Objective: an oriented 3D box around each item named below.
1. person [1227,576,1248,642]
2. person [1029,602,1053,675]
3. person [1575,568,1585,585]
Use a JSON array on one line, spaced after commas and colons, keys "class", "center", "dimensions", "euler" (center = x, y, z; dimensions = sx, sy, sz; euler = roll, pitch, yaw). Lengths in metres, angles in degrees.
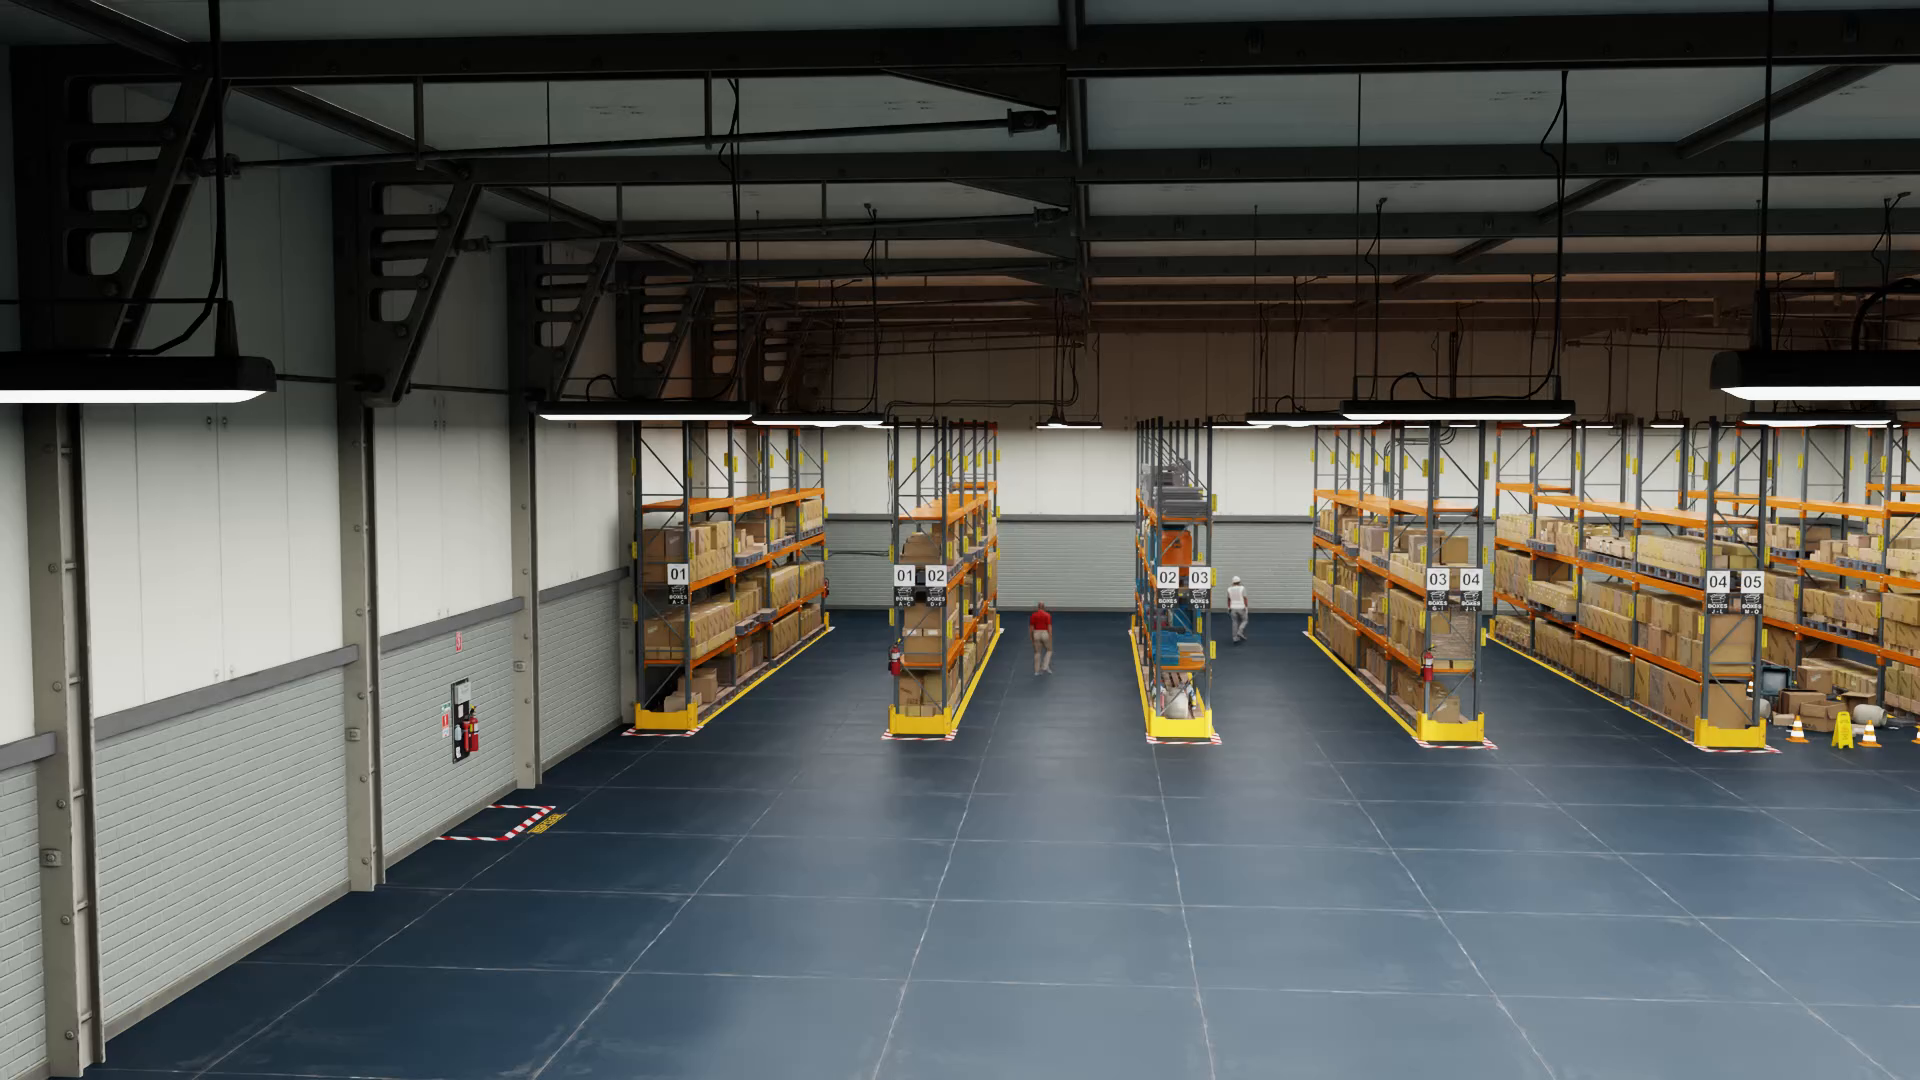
[{"class": "person", "center": [7.548, 1.878, 45.242], "dimensions": [0.600, 1.780, 0.500], "euler": [2, 4, 26]}, {"class": "person", "center": [1.905, 2.314, 39.056], "dimensions": [0.575, 1.726, 0.526], "euler": [1, 4, 19]}, {"class": "person", "center": [18.552, 1.625, 49.899], "dimensions": [0.744, 1.649, 0.456], "euler": [-3, 5, -34]}]
